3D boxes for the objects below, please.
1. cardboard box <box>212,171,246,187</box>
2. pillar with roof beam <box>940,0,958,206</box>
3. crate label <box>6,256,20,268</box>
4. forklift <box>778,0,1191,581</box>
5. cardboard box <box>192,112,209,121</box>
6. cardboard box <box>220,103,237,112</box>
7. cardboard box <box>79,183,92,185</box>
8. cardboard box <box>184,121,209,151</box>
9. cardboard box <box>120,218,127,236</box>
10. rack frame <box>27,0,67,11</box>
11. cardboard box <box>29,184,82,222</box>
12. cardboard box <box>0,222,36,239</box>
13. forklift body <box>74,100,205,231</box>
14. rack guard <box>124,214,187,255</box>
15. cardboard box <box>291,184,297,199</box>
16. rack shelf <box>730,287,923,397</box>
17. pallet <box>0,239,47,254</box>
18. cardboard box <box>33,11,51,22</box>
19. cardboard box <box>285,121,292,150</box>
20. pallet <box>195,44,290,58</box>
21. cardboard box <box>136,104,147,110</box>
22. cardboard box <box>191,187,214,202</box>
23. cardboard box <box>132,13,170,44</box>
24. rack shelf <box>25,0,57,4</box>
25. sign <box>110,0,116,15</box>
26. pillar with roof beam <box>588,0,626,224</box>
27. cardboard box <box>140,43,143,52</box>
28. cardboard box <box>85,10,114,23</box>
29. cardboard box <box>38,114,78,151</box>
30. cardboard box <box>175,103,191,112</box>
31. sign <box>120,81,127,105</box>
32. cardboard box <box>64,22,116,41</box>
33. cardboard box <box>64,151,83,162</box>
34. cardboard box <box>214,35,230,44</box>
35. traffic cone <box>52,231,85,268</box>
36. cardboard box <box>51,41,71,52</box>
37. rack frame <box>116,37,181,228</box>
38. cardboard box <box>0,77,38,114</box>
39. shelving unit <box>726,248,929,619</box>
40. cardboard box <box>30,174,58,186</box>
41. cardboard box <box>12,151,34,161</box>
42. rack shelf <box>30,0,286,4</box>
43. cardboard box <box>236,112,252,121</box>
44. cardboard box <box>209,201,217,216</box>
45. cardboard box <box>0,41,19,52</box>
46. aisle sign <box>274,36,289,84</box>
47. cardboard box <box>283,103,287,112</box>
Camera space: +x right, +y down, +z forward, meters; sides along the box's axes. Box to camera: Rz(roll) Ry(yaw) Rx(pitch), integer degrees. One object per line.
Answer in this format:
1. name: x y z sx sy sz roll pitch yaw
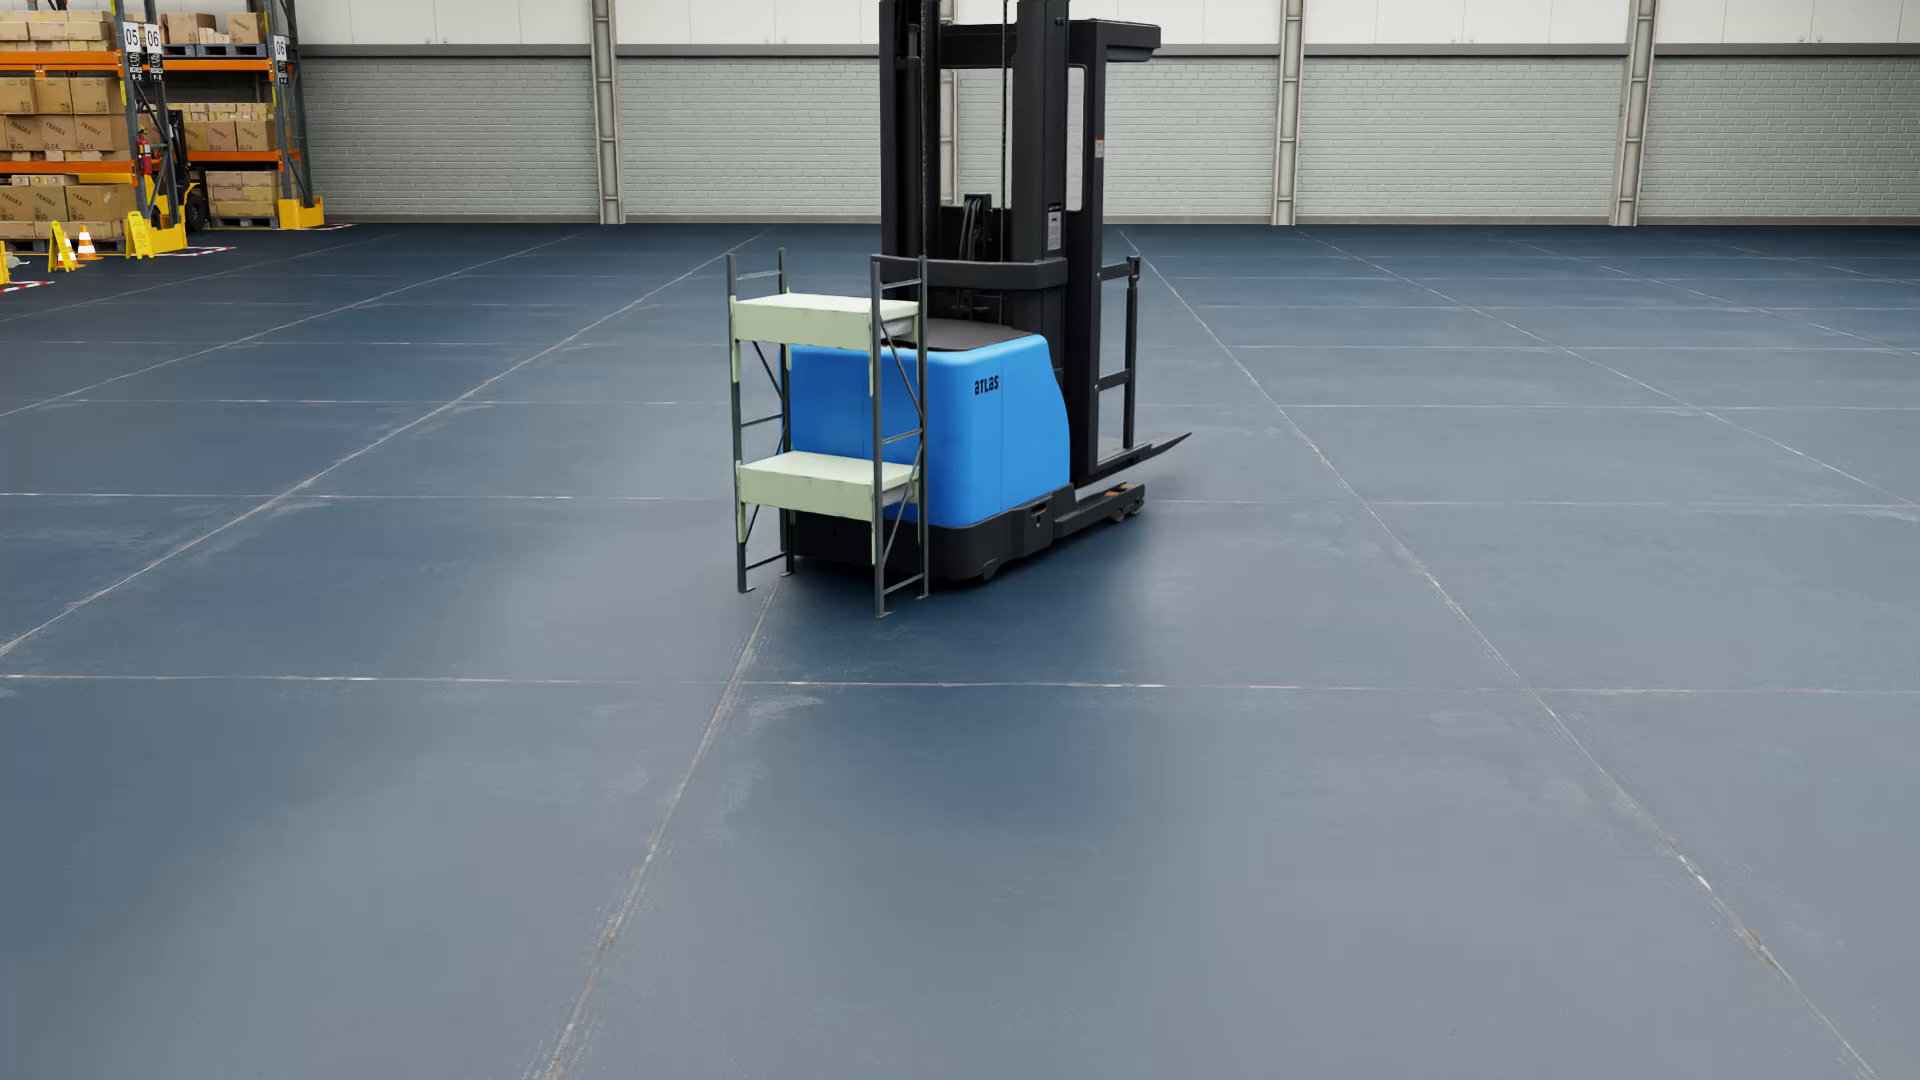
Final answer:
1. cardboard box: -12.547 -6.238 28.712 0.500 0.250 0.500 1 15 2
2. pillar with roof beam: -0.355 -8.915 24.491 0.400 9.000 9.100 0 15 1
3. crate label: -12.630 -3.684 22.035 0.298 0.136 0.250 -8 17 -28
4. forklift: 0.328 -1.560 8.506 1.130 2.935 3.031 9 17 29
5. cardboard box: -12.952 -7.255 28.489 0.250 0.149 0.380 0 15 0
6. cardboard box: -12.441 -7.399 28.454 0.250 0.149 0.380 1 15 3
7. cardboard box: -13.037 -5.004 24.525 0.500 0.500 0.500 0 15 -1
8. cardboard box: -13.097 -6.950 28.605 0.500 0.500 0.500 0 15 0
9. cardboard box: -12.490 -4.640 24.612 0.500 0.250 0.500 0 15 1
10. rack frame: -15.567 -9.883 28.159 0.127 3.000 1.000 0 15 1
11. cardboard box: -13.020 -4.868 24.007 0.500 0.500 0.500 1 15 4
12. cardboard box: -13.547 -4.508 24.113 0.500 0.250 0.500 0 15 -1
13. forklift body: -13.510 -6.093 27.217 1.214 2.155 2.313 0 15 1
14. rack guard: -11.767 -4.482 24.349 0.348 0.500 1.175 0 15 1
15. cardboard box: -12.033 -6.127 29.272 0.500 0.250 0.500 1 15 2
16. rack shelf: -0.566 -0.858 7.122 0.720 0.370 0.431 9 17 29
17. pallet: -13.795 -4.365 24.472 1.213 0.211 1.003 0 15 1
18. cardboard box: -12.801 -7.355 23.387 0.250 0.149 0.380 0 15 2
19. cardboard box: -12.056 -7.079 29.094 0.500 0.500 0.500 1 15 3
20. pallet: -12.274 -8.375 28.497 1.213 0.211 1.003 0 15 1
21. cardboard box: -13.966 -7.422 28.541 0.250 0.149 0.380 0 15 1
22. cardboard box: -13.080 -5.999 28.784 0.500 0.250 0.500 0 15 0
23. cardboard box: -13.622 -8.694 28.312 0.637 0.503 0.797 1 15 3
24. rack shelf: -17.566 -9.355 28.351 4.000 0.370 1.077 0 15 1
25. sign: -11.725 -7.427 22.996 0.005 0.325 0.100 0 15 1
26. pillar with roof beam: -6.353 -8.954 24.639 0.400 9.000 9.100 0 15 1
27. cardboard box: -12.014 -7.104 23.999 0.250 0.149 0.380 0 15 1
28. cardboard box: -12.037 -7.332 23.298 0.250 0.149 0.380 1 15 2
29. cardboard box: -12.741 -5.820 23.741 0.500 0.500 0.500 0 15 2
30. cardboard box: -13.210 -7.393 28.432 0.250 0.149 0.380 1 15 3
31. sign: -11.725 -6.262 23.304 0.005 0.325 0.100 0 15 1
32. cardboard box: -12.210 -7.147 23.378 0.500 0.250 0.500 0 15 1
33. cardboard box: -12.582 -5.497 23.788 0.250 0.149 0.380 0 15 0
34. cardboard box: -12.404 -8.464 28.136 0.250 0.149 0.380 0 15 0
35. traffic cone: -11.842 -3.852 22.034 0.334 0.463 0.336 0 15 1
36. cardboard box: -12.569 -6.954 23.430 0.250 0.149 0.380 1 15 3
37. rack frame: -11.691 -5.690 24.028 0.127 3.000 1.000 0 15 1
38. cardboard box: -13.226 -6.296 23.584 0.500 0.500 0.700 0 15 1
39. shelving unit: -0.566 -0.481 7.221 0.755 1.500 0.431 9 17 29
40. cardboard box: -13.119 -5.166 23.868 0.250 0.149 0.380 1 15 2
41. cardboard box: -13.351 -5.507 23.826 0.250 0.149 0.380 0 15 1
42. rack shelf: -13.567 -9.329 28.253 4.000 0.370 1.077 0 15 1
43. cardboard box: -12.178 -7.243 28.446 0.250 0.149 0.380 1 15 2
44. cardboard box: -13.043 -5.763 28.872 0.500 0.250 0.500 1 15 2
45. cardboard box: -13.334 -6.966 23.474 0.250 0.149 0.380 0 15 0
46. aisle sign: -11.510 -8.138 28.209 0.004 0.787 0.394 0 15 1
47. cardboard box: -11.898 -7.519 28.907 0.250 0.149 0.380 0 15 0
